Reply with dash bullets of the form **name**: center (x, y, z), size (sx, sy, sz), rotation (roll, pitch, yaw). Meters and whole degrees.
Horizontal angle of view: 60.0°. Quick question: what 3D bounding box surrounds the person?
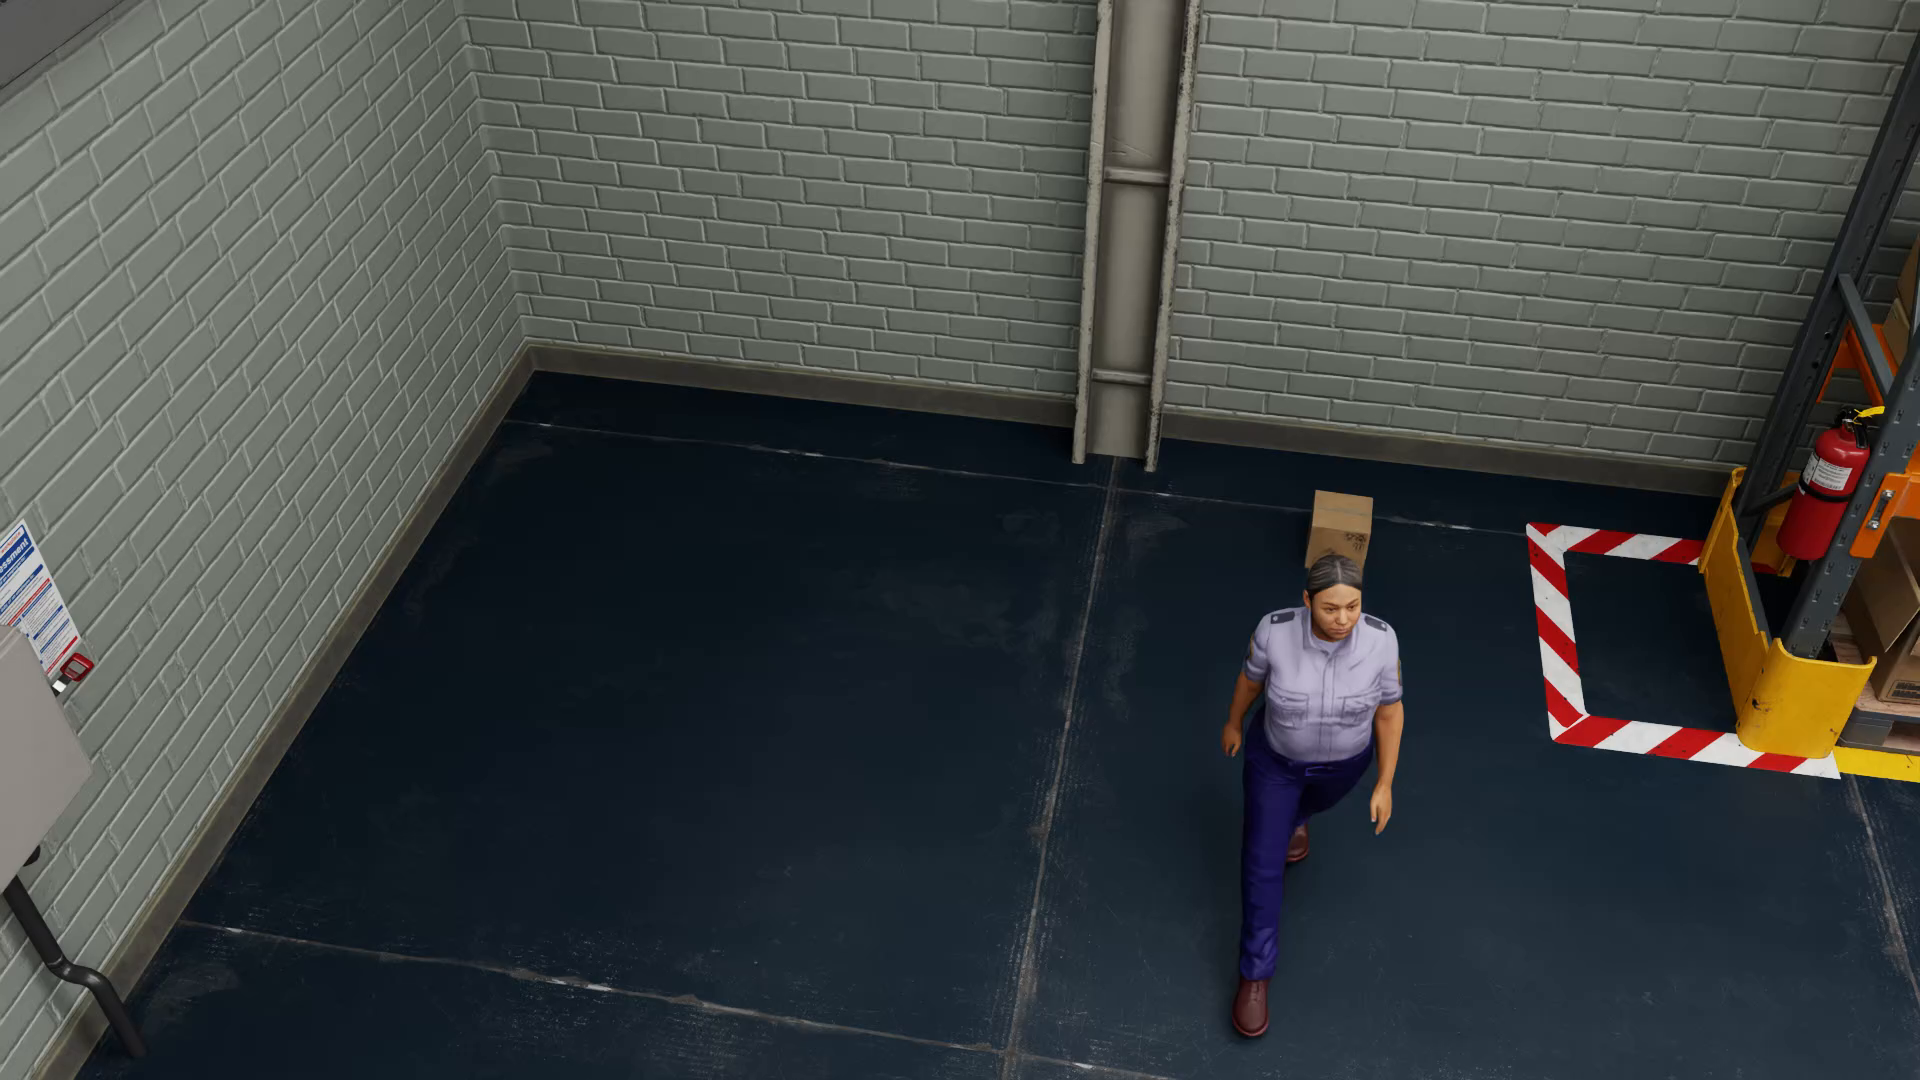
- **person**: center (1.128, 0.720, 5.318), size (0.511, 1.577, 1.022), rotation (0, 41, 0)
